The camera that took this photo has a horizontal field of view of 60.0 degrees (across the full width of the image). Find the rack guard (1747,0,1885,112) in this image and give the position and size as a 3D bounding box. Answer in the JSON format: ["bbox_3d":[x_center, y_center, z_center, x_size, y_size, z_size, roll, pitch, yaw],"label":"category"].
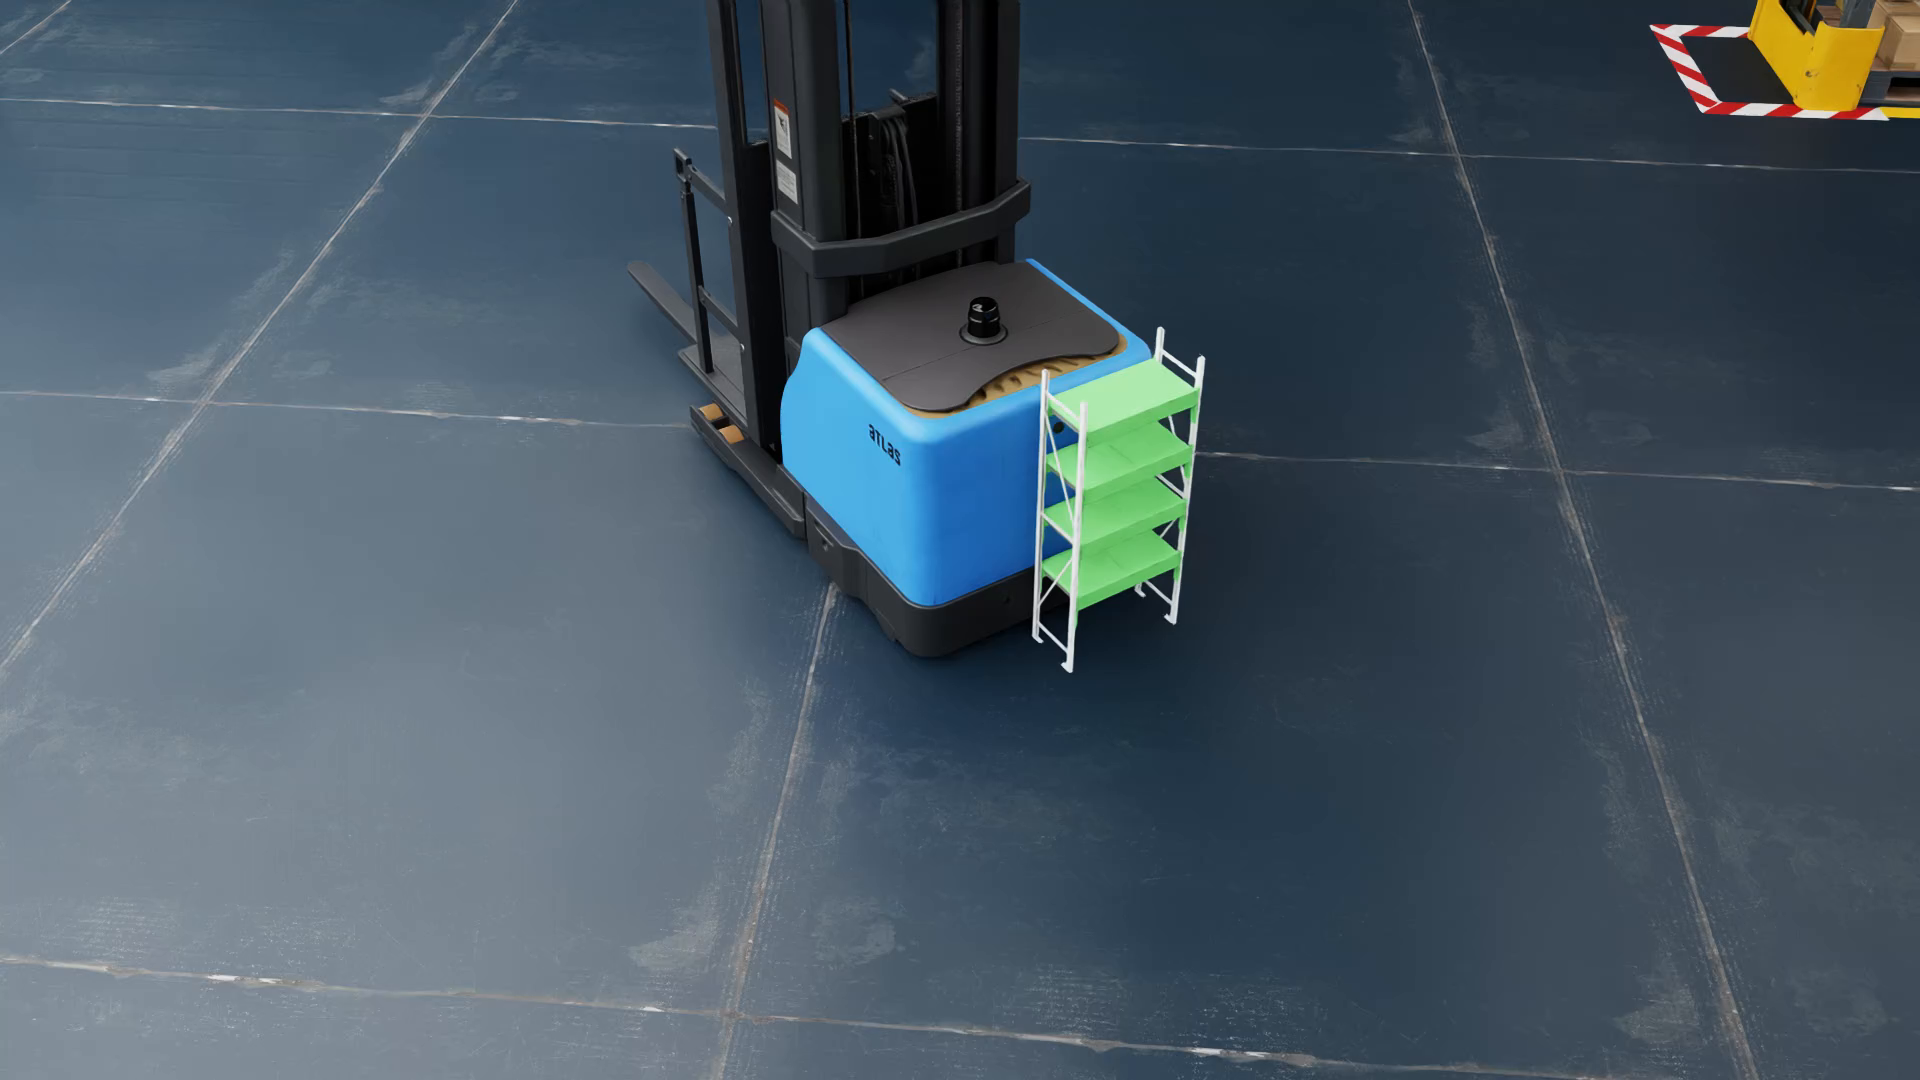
[{"bbox_3d":[5.217,-3.111,10.176,0.348,0.500,1.175,3,39,4],"label":"rack guard"}]

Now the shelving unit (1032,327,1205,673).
[{"bbox_3d":[0.550,-0.123,5.950,0.503,1.200,0.258,-22,44,-25],"label":"shelving unit"}]

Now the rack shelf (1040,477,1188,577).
[{"bbox_3d":[0.550,-0.073,5.990,0.480,0.148,0.258,-22,44,-25],"label":"rack shelf"}]

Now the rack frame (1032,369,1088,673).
[{"bbox_3d":[0.345,-0.039,5.847,0.015,1.200,0.240,-22,44,-25],"label":"rack frame"}]

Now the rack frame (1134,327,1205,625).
[{"bbox_3d":[0.754,-0.207,6.053,0.015,1.200,0.240,-22,44,-25],"label":"rack frame"}]

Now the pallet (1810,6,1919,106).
[{"bbox_3d":[6.006,-2.983,10.247,1.213,0.211,1.003,3,39,4],"label":"pallet"}]

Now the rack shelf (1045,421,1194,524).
[{"bbox_3d":[0.550,-0.259,5.839,0.480,0.148,0.258,-22,44,-25],"label":"rack shelf"}]

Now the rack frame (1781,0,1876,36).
[{"bbox_3d":[5.241,-4.079,9.386,0.127,3.000,1.000,3,39,4],"label":"rack frame"}]

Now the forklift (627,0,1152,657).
[{"bbox_3d":[-0.516,-1.607,6.402,1.130,2.935,3.031,-22,44,-25],"label":"forklift"}]

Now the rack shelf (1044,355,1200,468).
[{"bbox_3d":[0.550,-0.445,5.687,0.480,0.148,0.258,-22,44,-25],"label":"rack shelf"}]

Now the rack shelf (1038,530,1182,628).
[{"bbox_3d":[0.550,0.113,6.142,0.480,0.148,0.258,-22,44,-25],"label":"rack shelf"}]

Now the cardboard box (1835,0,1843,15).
[{"bbox_3d":[5.801,-3.332,10.313,0.500,0.250,0.500,3,39,4],"label":"cardboard box"}]

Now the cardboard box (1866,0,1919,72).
[{"bbox_3d":[5.756,-3.007,9.913,0.500,0.250,0.500,3,39,4],"label":"cardboard box"}]
